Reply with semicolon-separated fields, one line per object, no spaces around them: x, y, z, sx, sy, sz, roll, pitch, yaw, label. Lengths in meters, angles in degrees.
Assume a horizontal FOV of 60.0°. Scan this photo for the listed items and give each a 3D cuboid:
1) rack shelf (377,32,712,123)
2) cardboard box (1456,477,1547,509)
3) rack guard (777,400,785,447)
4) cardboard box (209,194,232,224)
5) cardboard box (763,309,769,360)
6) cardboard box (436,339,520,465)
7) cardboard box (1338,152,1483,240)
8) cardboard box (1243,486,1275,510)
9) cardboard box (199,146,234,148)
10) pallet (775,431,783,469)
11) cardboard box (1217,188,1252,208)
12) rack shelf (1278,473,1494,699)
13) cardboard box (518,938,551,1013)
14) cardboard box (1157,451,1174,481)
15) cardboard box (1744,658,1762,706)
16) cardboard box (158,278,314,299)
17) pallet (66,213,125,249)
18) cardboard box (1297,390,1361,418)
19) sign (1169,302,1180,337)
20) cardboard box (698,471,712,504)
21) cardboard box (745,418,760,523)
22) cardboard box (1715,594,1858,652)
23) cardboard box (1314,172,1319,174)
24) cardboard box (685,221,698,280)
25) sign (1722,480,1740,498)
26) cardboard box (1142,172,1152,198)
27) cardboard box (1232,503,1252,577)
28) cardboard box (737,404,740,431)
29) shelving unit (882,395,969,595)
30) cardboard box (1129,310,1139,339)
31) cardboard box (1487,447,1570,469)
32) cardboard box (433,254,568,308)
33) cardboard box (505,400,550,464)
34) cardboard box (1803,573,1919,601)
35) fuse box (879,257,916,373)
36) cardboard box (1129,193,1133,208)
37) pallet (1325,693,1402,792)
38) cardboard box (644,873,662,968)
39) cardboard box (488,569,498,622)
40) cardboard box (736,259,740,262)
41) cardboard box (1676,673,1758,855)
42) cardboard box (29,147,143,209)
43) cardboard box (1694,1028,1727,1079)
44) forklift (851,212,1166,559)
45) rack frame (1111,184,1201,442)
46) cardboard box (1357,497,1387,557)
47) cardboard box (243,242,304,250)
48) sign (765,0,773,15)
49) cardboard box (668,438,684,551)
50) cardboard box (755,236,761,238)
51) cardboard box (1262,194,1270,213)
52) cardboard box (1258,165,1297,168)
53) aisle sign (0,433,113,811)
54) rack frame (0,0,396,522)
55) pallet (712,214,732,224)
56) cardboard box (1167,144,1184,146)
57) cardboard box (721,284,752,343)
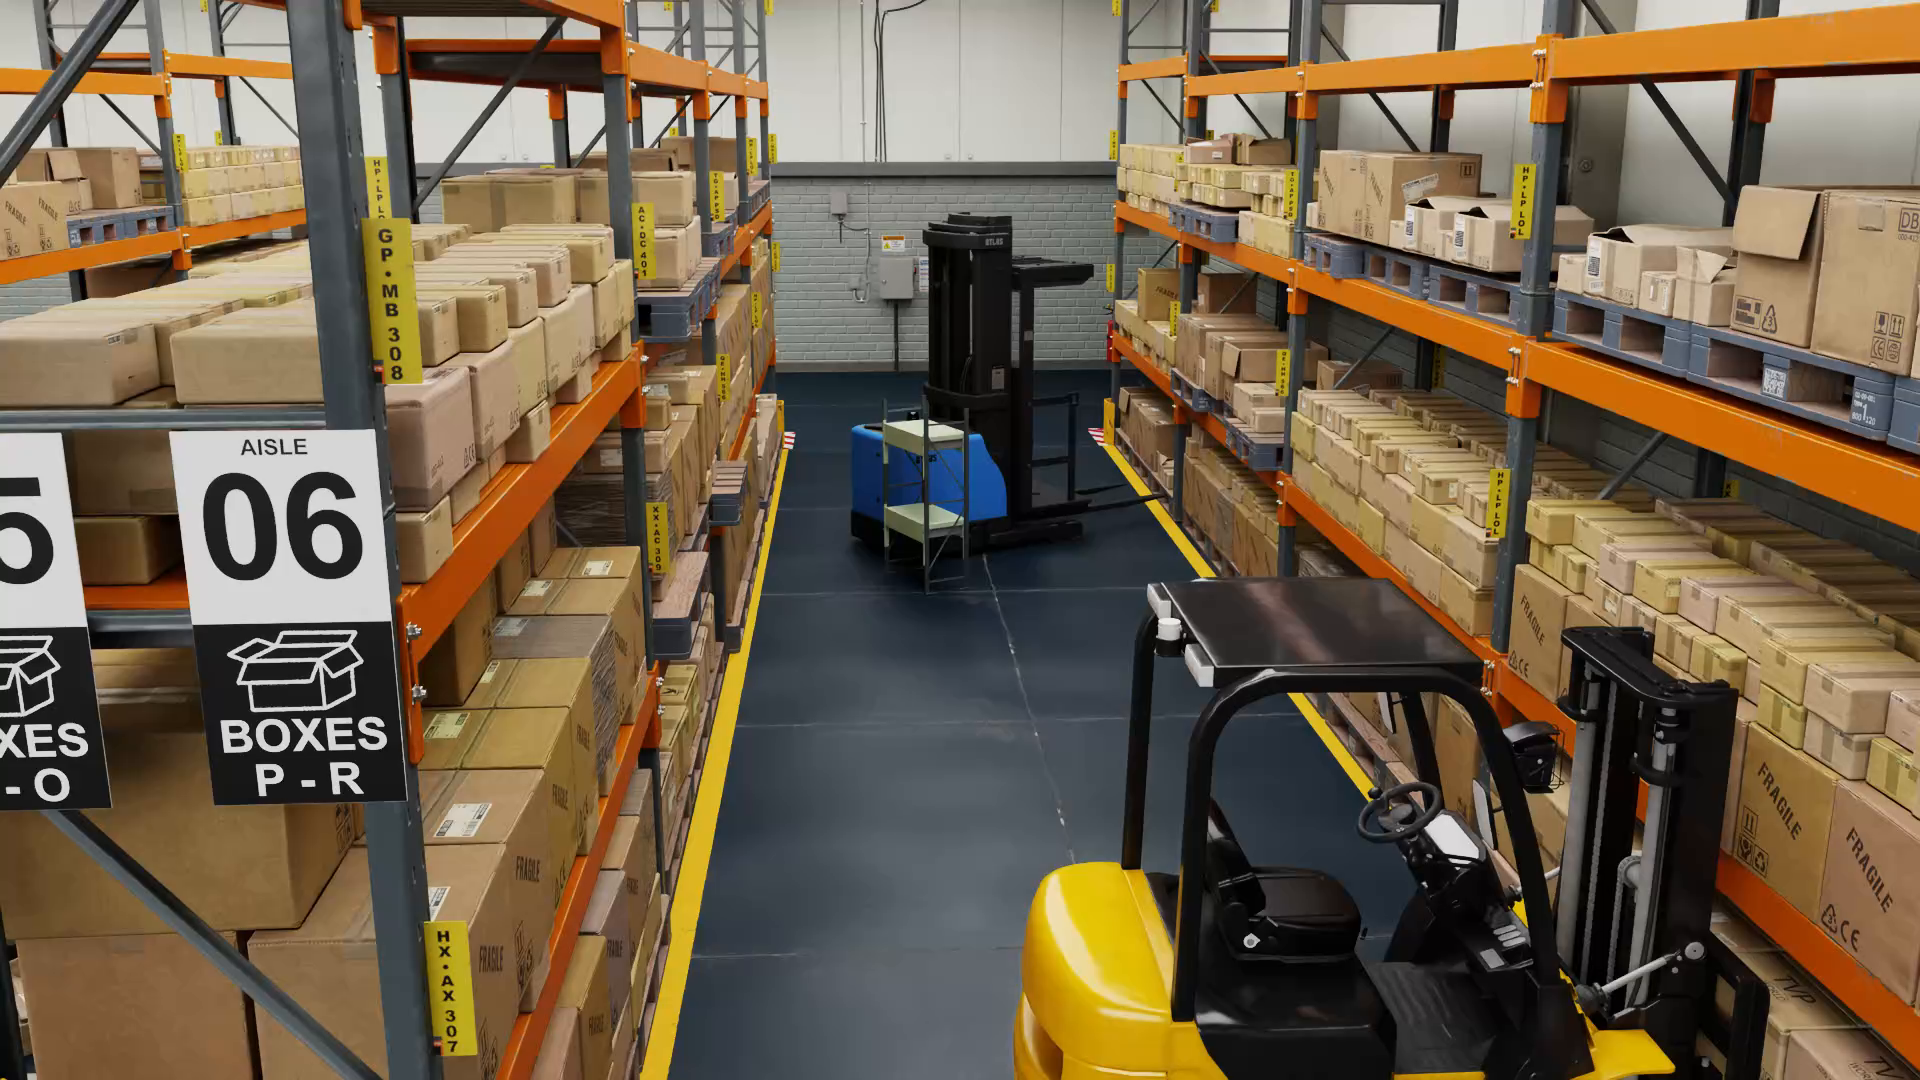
-2.036;-2.440;8.922;1.077;0.370;4.000;-1;14;-3;rack shelf
2.802;-0.227;8.610;0.380;0.149;0.250;-1;14;-3;cardboard box
-2.657;-1.360;19.531;1.175;0.500;0.348;-1;14;-3;rack guard
-7.148;-3.091;15.527;0.500;0.250;0.500;-1;14;-4;cardboard box
-2.259;-2.116;17.252;0.500;0.500;0.500;0;14;-2;cardboard box
-1.451;-0.364;4.328;0.500;0.250;0.500;-1;14;-4;cardboard box
2.727;-2.097;10.117;0.700;0.500;0.500;-1;14;-5;cardboard box
2.503;-0.340;13.423;0.380;0.149;0.250;-1;14;-4;cardboard box
-7.855;-4.061;17.493;0.380;0.149;0.250;-1;14;-4;cardboard box
-2.528;-1.016;18.775;1.003;0.211;1.213;-1;14;-3;pallet
2.288;-2.767;13.427;0.380;0.149;0.250;-1;14;-2;cardboard box
2.918;0.194;9.921;1.077;0.370;4.000;-1;14;-3;rack shelf
-1.414;1.255;4.855;0.380;0.149;0.250;-1;14;-3;cardboard box
2.196;-0.749;16.785;0.396;0.266;0.258;0;14;-1;cardboard box
2.959;0.511;5.742;0.380;0.149;0.250;-1;14;-4;cardboard box
-1.964;-0.634;4.580;0.380;0.149;0.250;-1;14;-3;cardboard box
-7.343;-2.416;12.979;1.213;0.211;1.003;-1;14;-3;pallet
2.520;-0.931;11.346;0.380;0.149;0.250;0;14;-2;cardboard box
2.005;-2.056;15.483;0.100;0.325;0.005;-1;14;-3;sign
-1.717;-0.320;10.135;0.380;0.149;0.250;-1;14;-2;cardboard box
-2.290;-0.591;14.947;0.875;0.875;0.875;0;14;-2;cardboard box
2.957;0.301;5.962;0.380;0.149;0.250;-1;14;-3;cardboard box
2.908;-2.779;12.916;0.380;0.149;0.250;-1;14;-4;cardboard box
-1.581;-1.441;8.268;0.500;0.250;0.500;-1;14;-4;cardboard box
3.596;-0.124;7.815;0.100;0.325;0.005;-1;14;-3;sign
2.179;-3.669;17.176;0.500;0.250;0.500;-1;14;-4;cardboard box
2.498;-0.001;13.410;0.500;0.500;0.500;0;14;-1;cardboard box
-2.049;-1.008;13.450;0.500;0.250;0.500;-1;14;-3;cardboard box
-0.286;-0.384;13.734;0.431;1.500;0.755;-8;16;-28;shelving unit
2.124;-2.345;18.047;0.500;0.250;0.500;-1;14;-4;cardboard box
3.208;-0.428;9.393;0.380;0.149;0.250;-1;14;-4;cardboard box
-1.483;-0.837;5.369;0.380;0.149;0.250;-1;14;-3;cardboard box
-1.445;-0.325;4.977;0.380;0.149;0.250;-1;14;-3;cardboard box
3.410;0.230;6.238;0.380;0.149;0.250;-1;14;-4;cardboard box
-0.923;-3.338;24.790;0.539;1.711;0.414;-1;14;-3;fuse box
2.040;-3.697;18.085;0.380;0.149;0.250;-1;14;-2;cardboard box
2.878;1.206;10.138;1.003;0.211;1.213;-1;14;-3;pallet
-1.607;1.691;7.332;0.500;0.250;0.500;0;14;-1;cardboard box
-2.087;0.109;6.002;0.700;0.500;0.500;-1;14;-5;cardboard box
-2.200;-2.562;15.679;0.380;0.149;0.250;-1;14;-3;cardboard box
2.900;0.789;5.962;0.500;0.500;0.500;-1;14;-3;cardboard box
-7.428;-3.076;14.123;0.700;0.500;0.500;-1;14;-3;cardboard box
2.874;1.854;5.695;0.500;0.250;0.500;-1;14;-5;cardboard box
0.529;-1.502;15.206;3.031;2.935;1.130;-9;17;-31;forklift
2.298;-2.642;19.497;1.000;3.000;0.127;-1;14;-3;rack frame
2.673;-0.083;9.854;0.500;0.250;0.500;0;14;-2;cardboard box
-7.282;-2.903;17.710;0.500;0.500;0.500;-1;14;-5;cardboard box
-2.113;-5.965;18.341;0.100;0.325;0.005;-1;14;-3;sign
-1.687;-0.221;8.449;0.500;0.500;0.500;-1;14;-3;cardboard box
-2.434;-3.325;18.643;0.380;0.149;0.250;-1;14;-3;cardboard box
2.520;-2.564;12.677;0.380;0.149;0.250;-1;14;-3;cardboard box
2.751;-3.110;14.163;0.380;0.149;0.250;0;14;-2;cardboard box
-1.950;0.176;3.329;0.394;0.787;0.004;-1;14;-3;aisle sign
-1.664;-1.490;2.983;1.000;3.000;0.127;-1;14;-3;rack frame
-2.325;-2.373;12.813;1.003;0.211;1.213;0;14;-1;pallet
2.604;-4.302;18.630;0.500;0.250;0.500;-1;14;-5;cardboard box
-2.130;-1.995;14.776;0.500;0.500;0.500;0;14;-2;cardboard box
